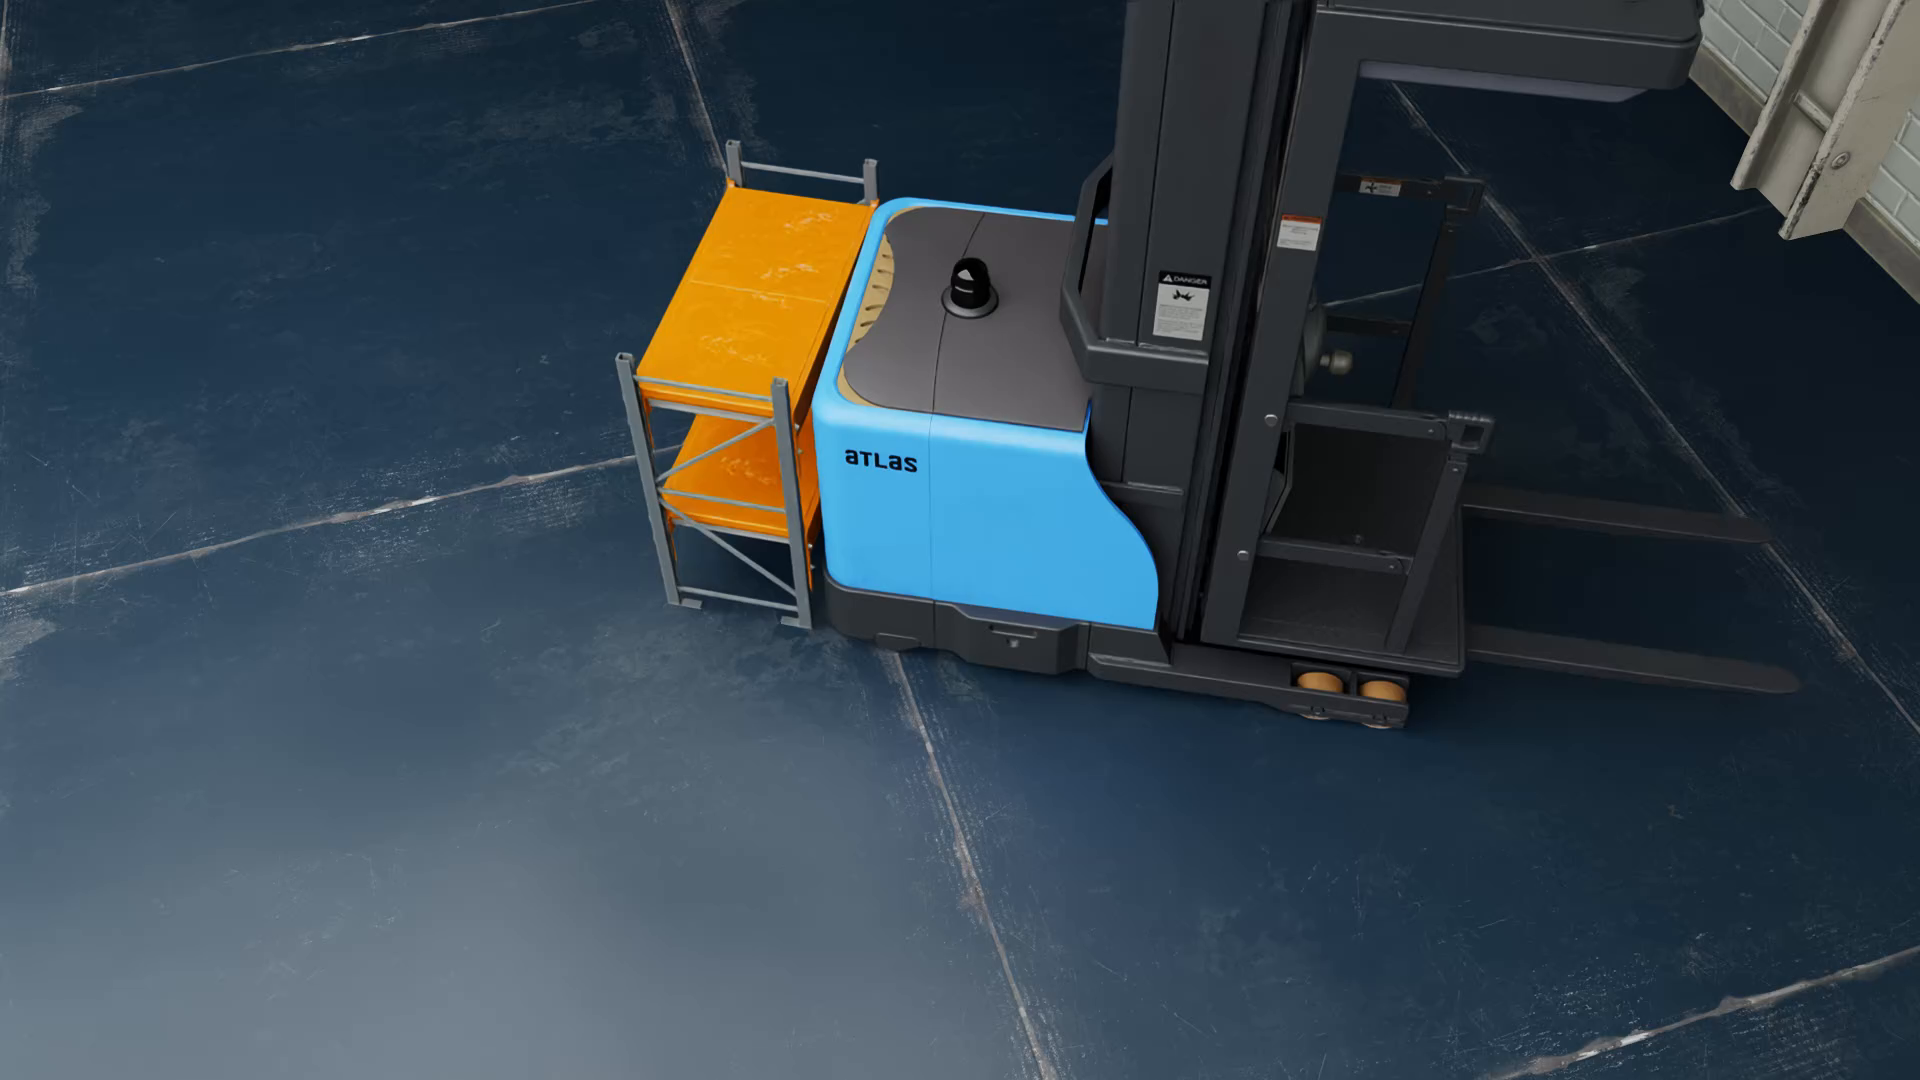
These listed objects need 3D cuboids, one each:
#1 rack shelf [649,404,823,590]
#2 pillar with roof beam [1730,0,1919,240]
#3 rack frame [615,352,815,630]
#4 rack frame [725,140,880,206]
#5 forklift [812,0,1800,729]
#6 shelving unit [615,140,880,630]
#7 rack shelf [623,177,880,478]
[{"bbox_3d":[-0.619,-0.341,5.621,0.538,0.278,1.000,10,51,8],"label":"rack shelf"},{"bbox_3d":[-0.659,-3.327,2.669,9.100,9.000,0.400,-13,51,-11],"label":"pillar with roof beam"},{"bbox_3d":[-0.730,-0.119,5.115,0.500,1.125,0.032,10,51,8],"label":"rack frame"},{"bbox_3d":[-0.508,-0.878,5.754,0.500,1.125,0.032,10,51,8],"label":"rack frame"},{"bbox_3d":[1.130,-0.792,4.501,3.031,2.935,1.130,8,50,6],"label":"forklift"},{"bbox_3d":[-0.619,-0.498,5.434,0.538,1.125,1.048,10,51,8],"label":"shelving unit"},{"bbox_3d":[-0.619,-0.687,5.211,0.538,0.278,1.000,10,51,8],"label":"rack shelf"}]
